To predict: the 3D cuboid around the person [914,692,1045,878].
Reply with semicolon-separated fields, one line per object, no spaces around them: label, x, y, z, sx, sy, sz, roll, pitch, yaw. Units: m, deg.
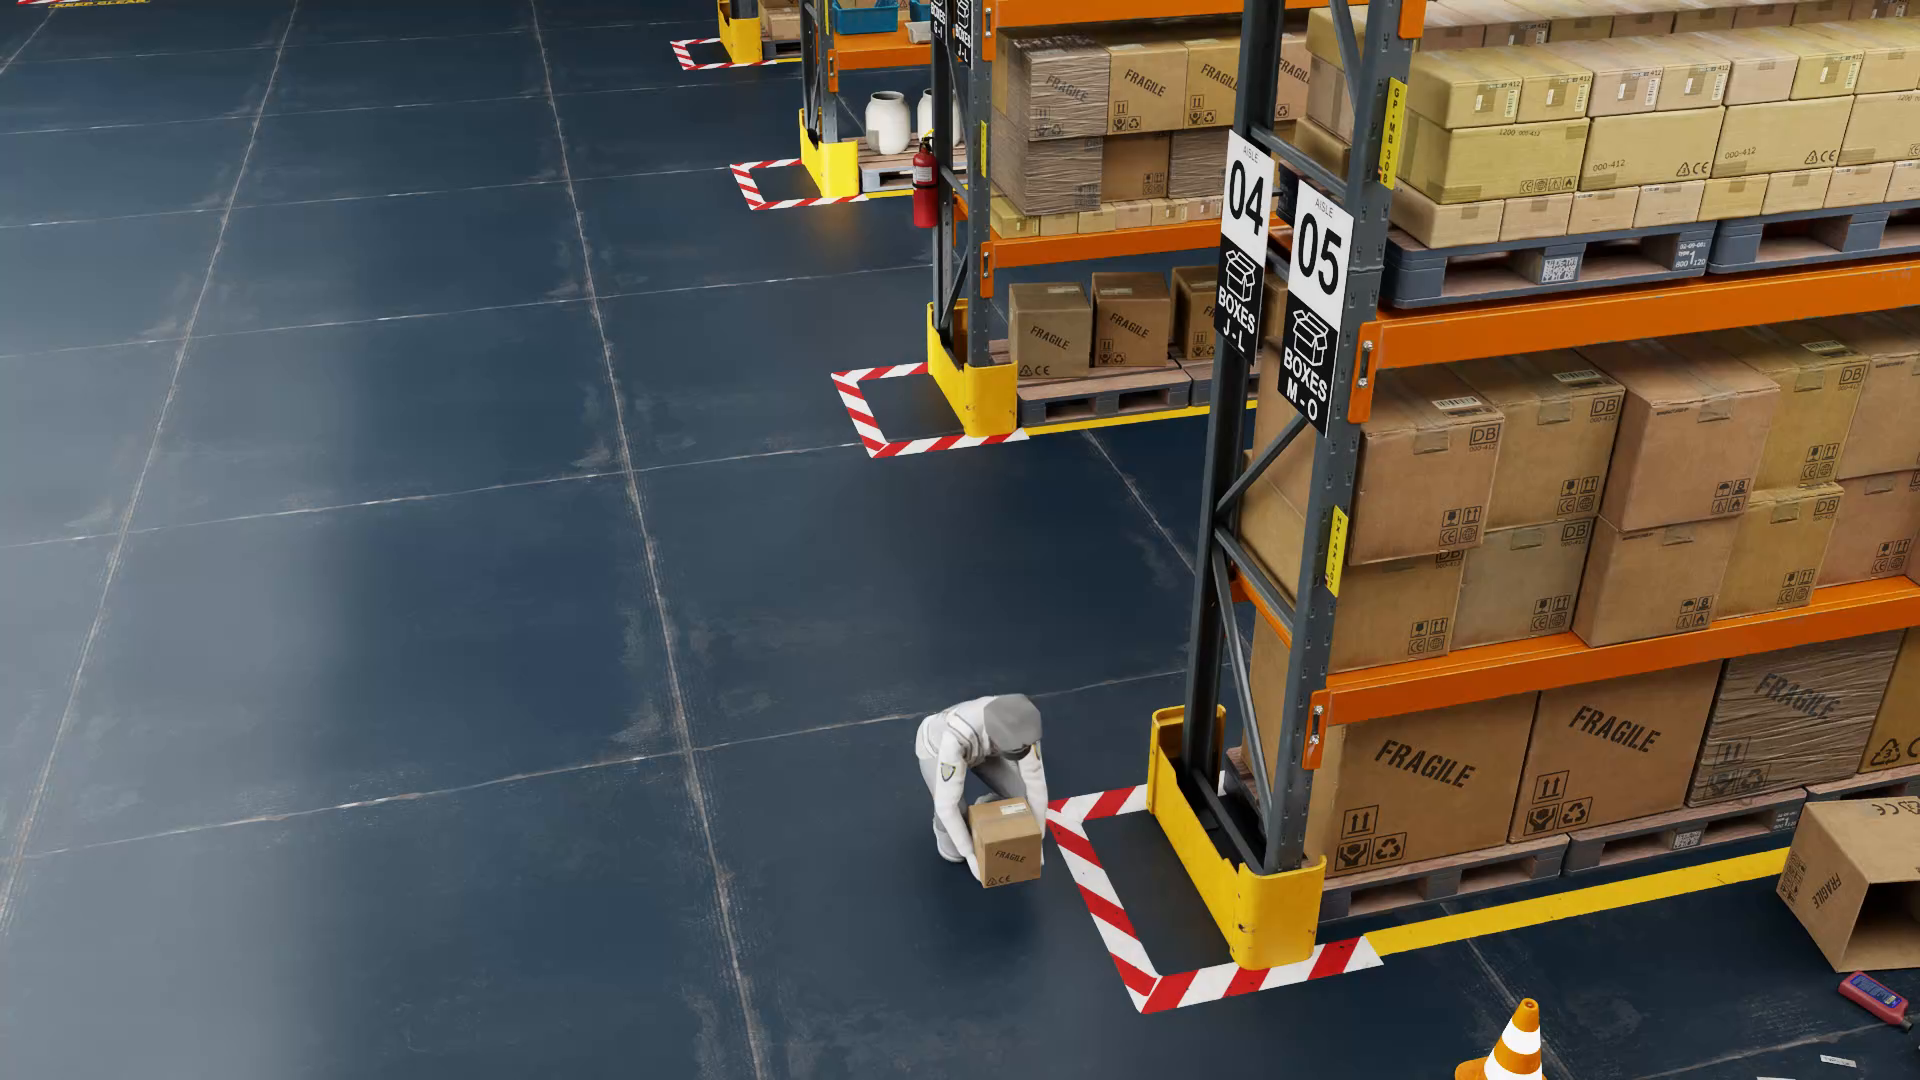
person;0.097;0.986;7.245;0.455;0.980;0.858;-11;32;-18
